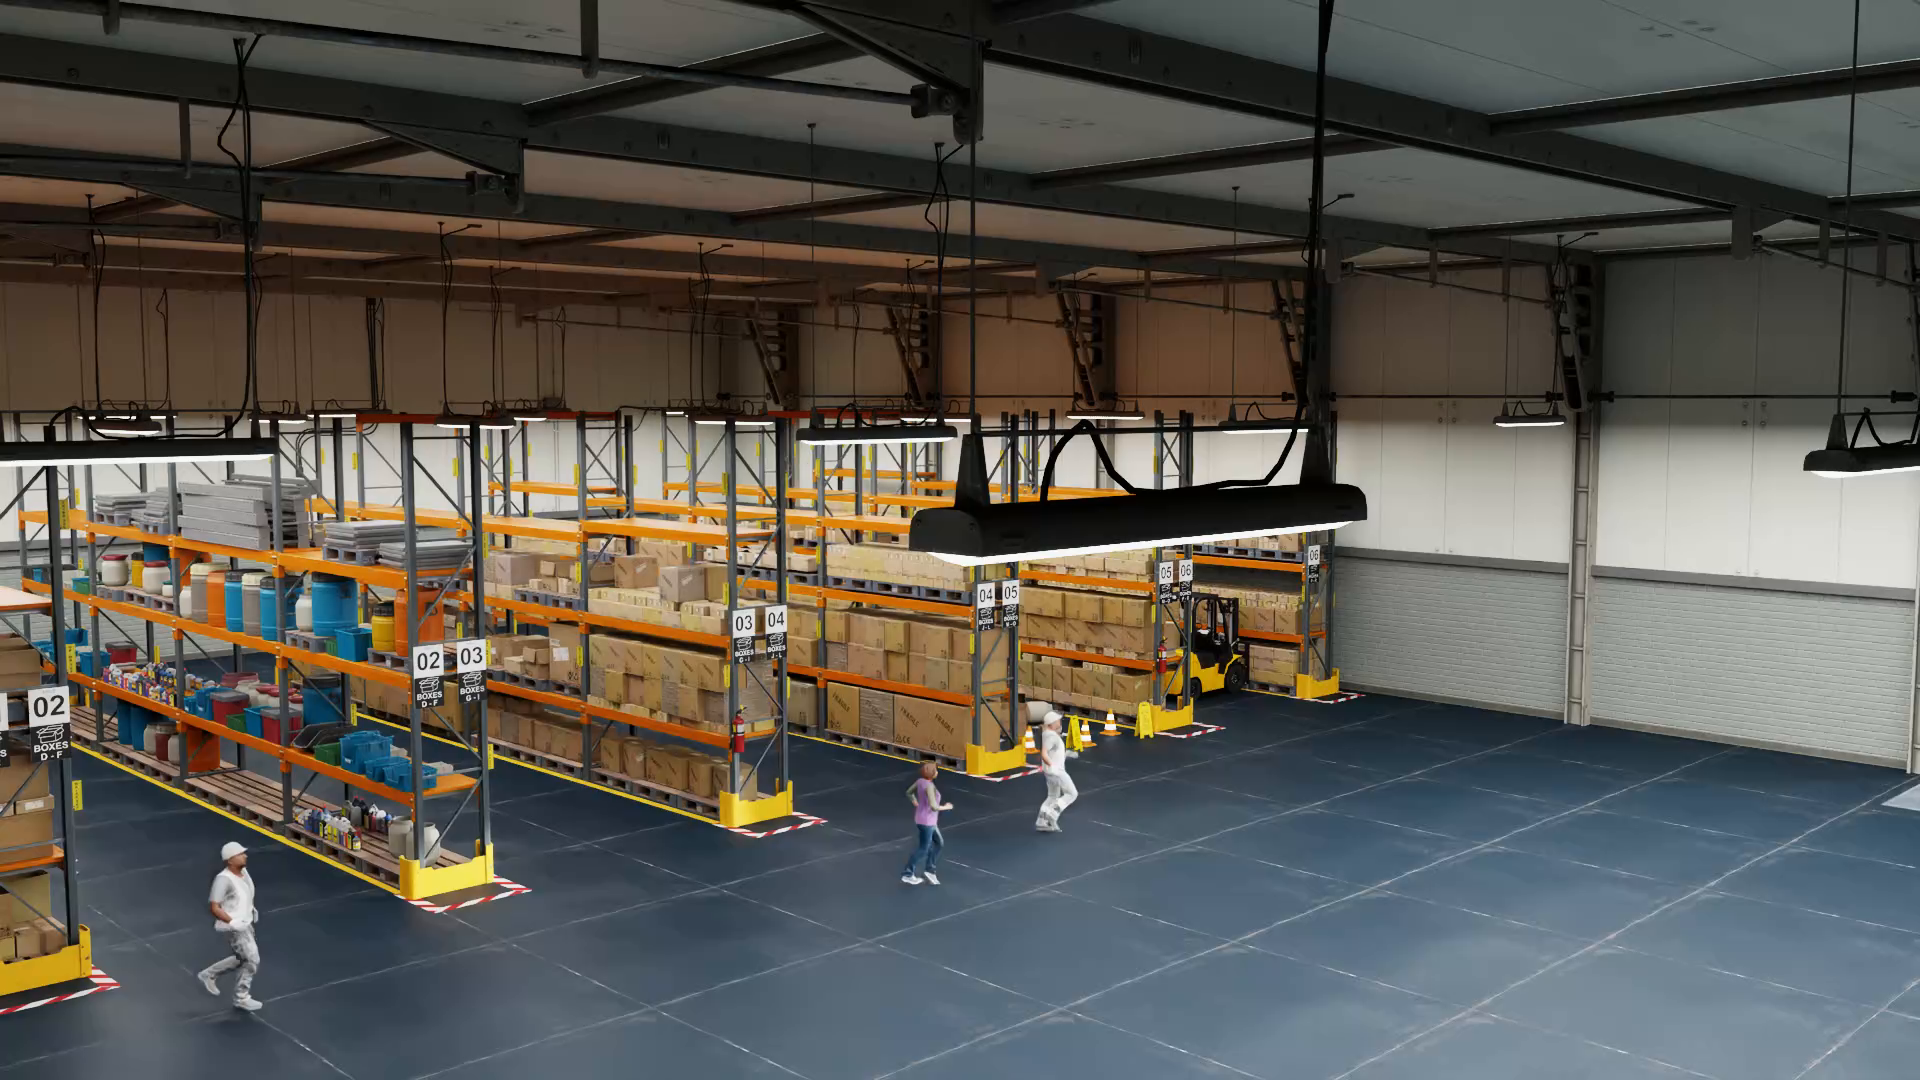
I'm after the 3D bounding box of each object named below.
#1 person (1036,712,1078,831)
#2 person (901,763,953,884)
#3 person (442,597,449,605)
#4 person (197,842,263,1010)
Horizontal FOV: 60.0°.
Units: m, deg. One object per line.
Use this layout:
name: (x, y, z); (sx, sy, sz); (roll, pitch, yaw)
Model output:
person: (1.417, 3.350, 24.085); (0.640, 1.746, 0.653); (-1, 5, -10)
person: (-0.429, 3.685, 21.456); (0.696, 1.656, 0.560); (-1, 5, -13)
person: (-12.324, 2.150, 39.049); (0.742, 1.644, 0.747); (2, 5, 24)
person: (-7.563, 3.975, 17.167); (0.670, 1.741, 0.707); (-1, 5, -8)
